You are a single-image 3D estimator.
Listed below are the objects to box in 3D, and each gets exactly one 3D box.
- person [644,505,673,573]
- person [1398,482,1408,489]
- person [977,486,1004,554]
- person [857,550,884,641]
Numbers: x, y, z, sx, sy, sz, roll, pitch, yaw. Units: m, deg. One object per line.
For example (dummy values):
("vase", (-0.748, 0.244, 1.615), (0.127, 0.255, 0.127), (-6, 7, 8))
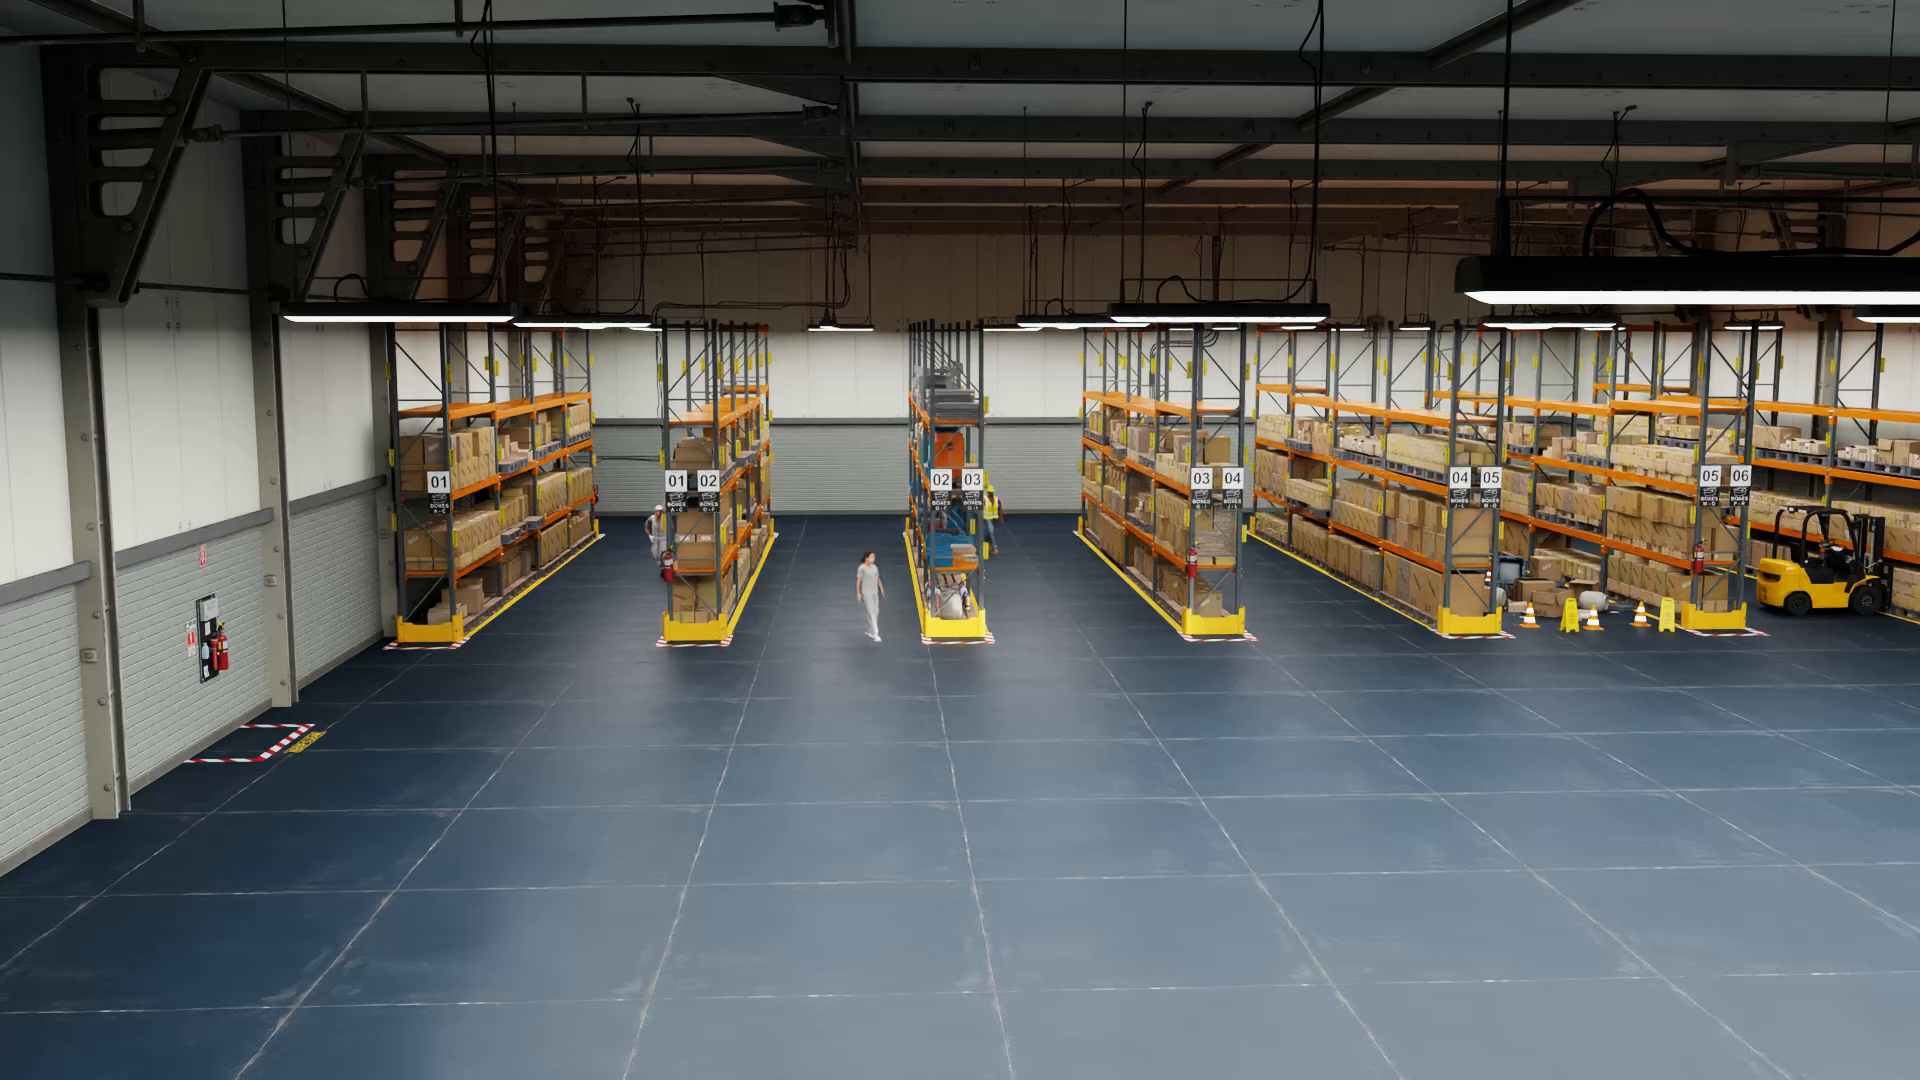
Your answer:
("person", (-7.215, -0.022, 39.847), (0.638, 1.680, 0.652), (1, 7, 5))
("person", (12.115, -0.732, 45.593), (0.356, 1.694, 0.520), (6, 9, 38))
("person", (0.859, -0.553, 43.770), (0.618, 1.739, 0.935), (-4, 8, -31))
("person", (-1.621, 1.036, 31.381), (0.467, 1.657, 0.749), (-6, 9, -41))
